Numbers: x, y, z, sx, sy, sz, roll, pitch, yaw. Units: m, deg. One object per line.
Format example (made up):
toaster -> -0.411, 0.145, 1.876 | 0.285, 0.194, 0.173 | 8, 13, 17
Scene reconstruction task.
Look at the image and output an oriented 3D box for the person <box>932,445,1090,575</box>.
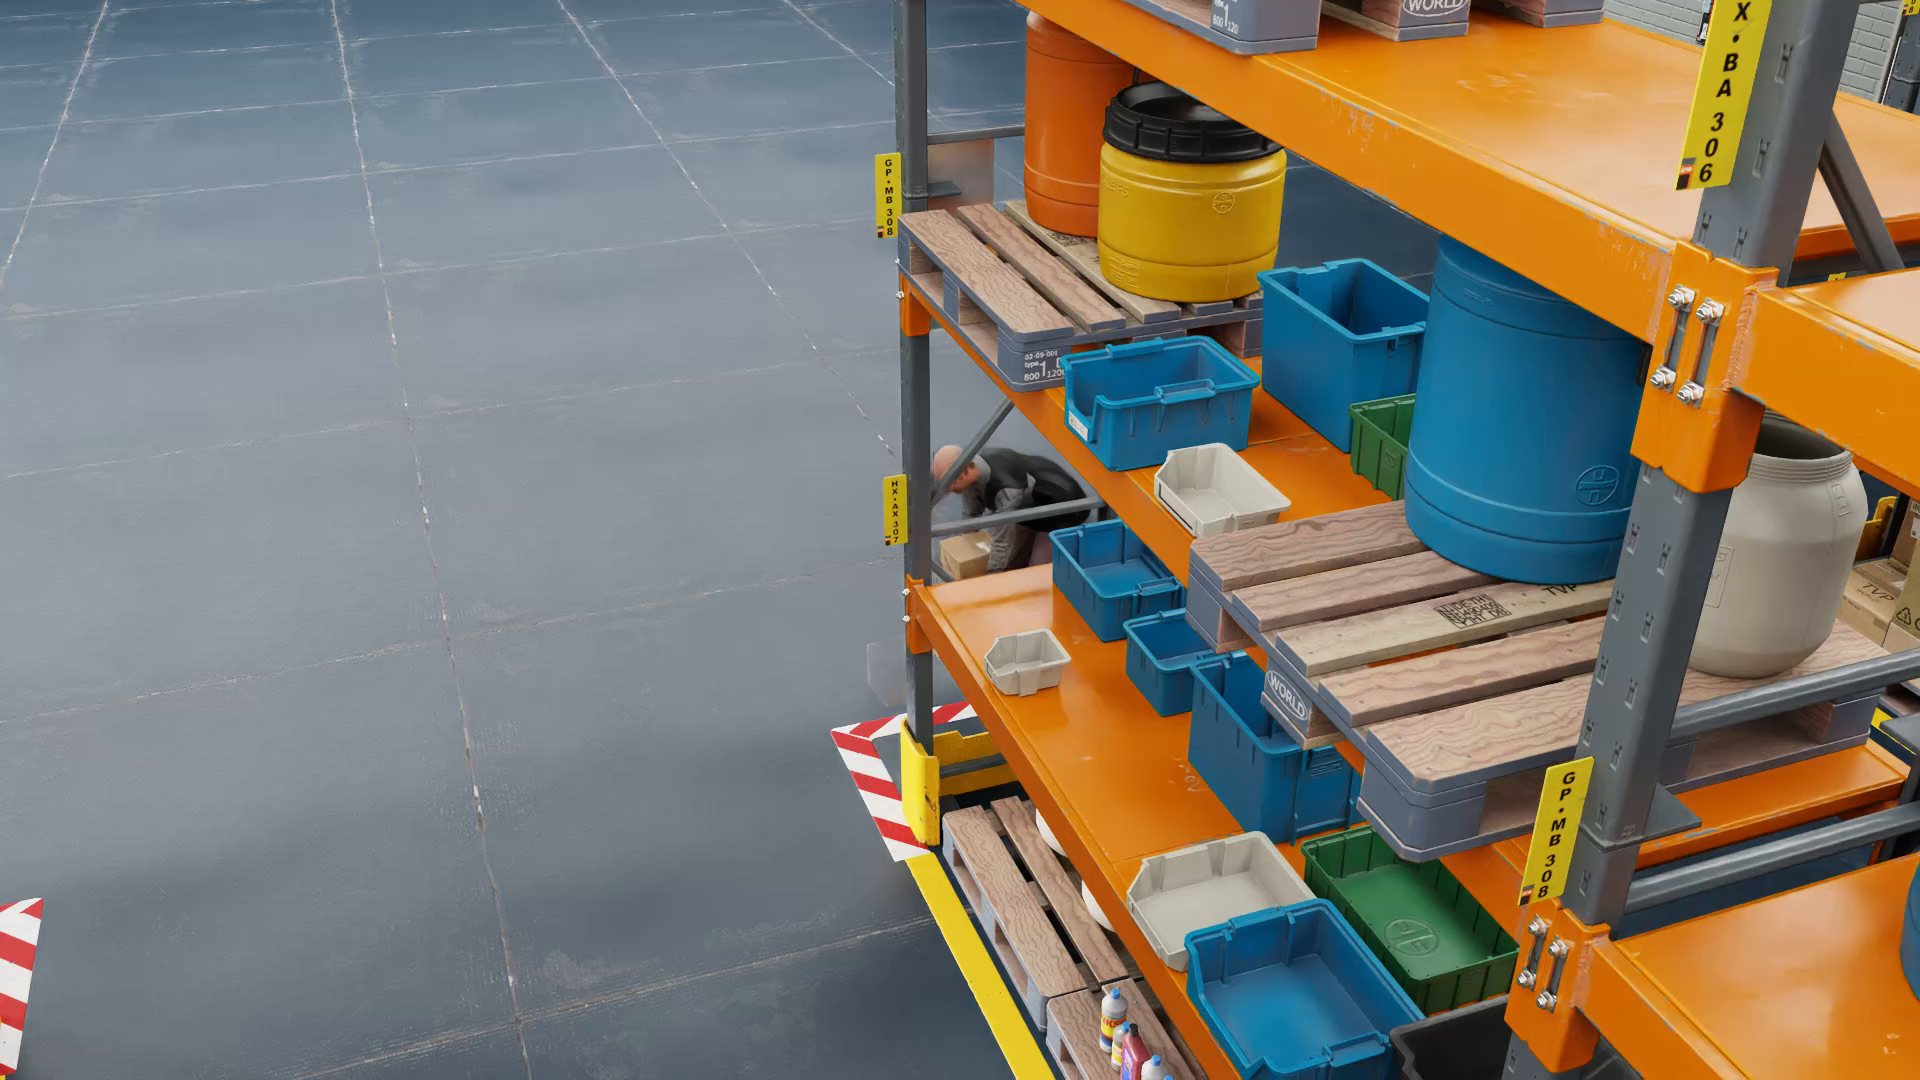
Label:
person -> 0.245, 0.069, 8.591 | 0.861, 1.388, 0.469 | -15, 33, -25
